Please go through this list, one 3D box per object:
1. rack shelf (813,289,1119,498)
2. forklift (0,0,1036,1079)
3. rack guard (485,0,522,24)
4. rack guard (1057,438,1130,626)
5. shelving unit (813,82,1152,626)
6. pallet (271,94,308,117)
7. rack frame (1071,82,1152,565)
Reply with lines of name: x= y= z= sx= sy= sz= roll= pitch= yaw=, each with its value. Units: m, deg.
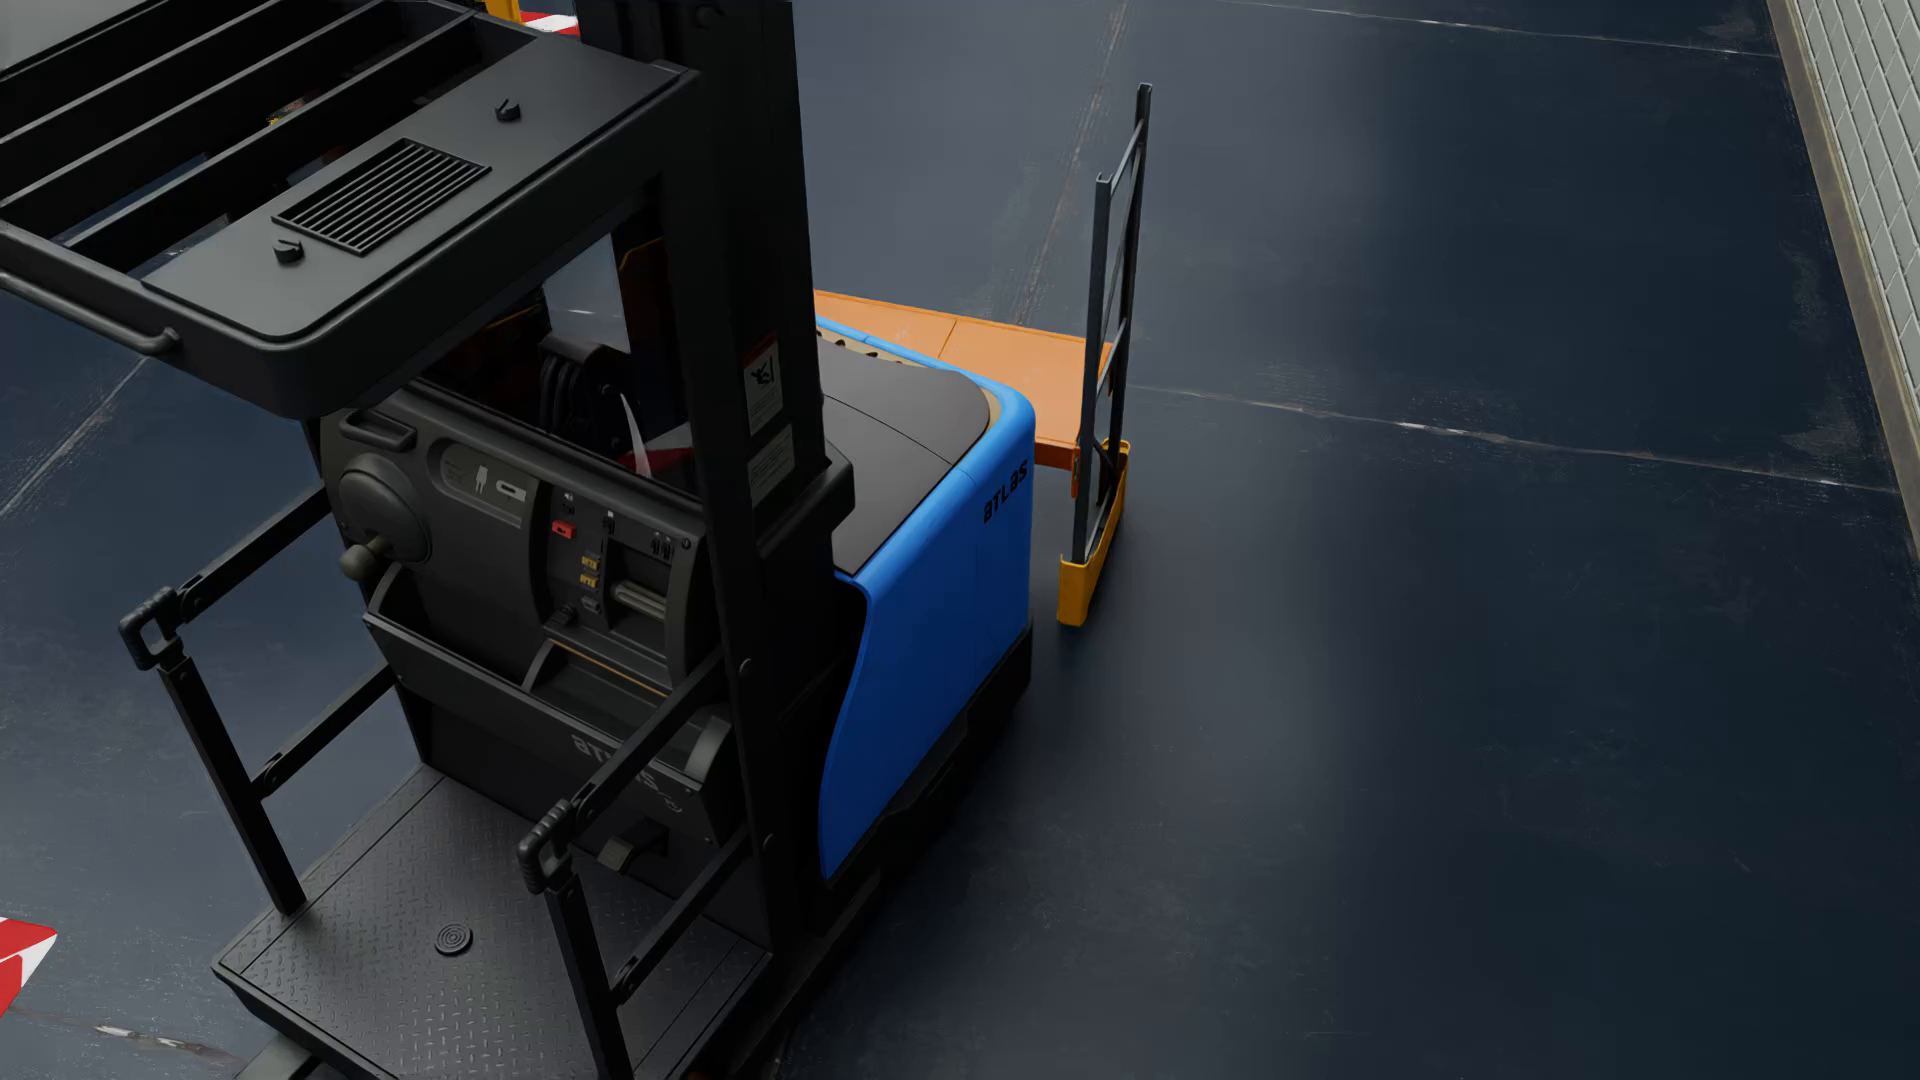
rack shelf: x=-0.074 y=-0.454 z=4.899 sx=1.000 sy=0.185 sz=0.538 roll=12 pitch=45 yaw=12
forklift: x=-0.988 y=0.067 z=3.066 sx=1.130 sy=2.935 sz=3.031 roll=23 pitch=48 yaw=22
rack guard: x=-2.319 y=-2.236 z=7.212 sx=0.348 sy=0.500 sz=1.175 roll=9 pitch=45 yaw=9
rack guard: x=0.411 y=-0.031 z=5.102 sx=0.087 sy=0.250 sz=0.587 roll=12 pitch=45 yaw=12
shelving unit: x=-0.065 y=-0.582 z=4.773 sx=1.083 sy=1.500 sz=0.587 roll=12 pitch=45 yaw=12
pallet: x=-3.104 y=-2.279 z=7.465 sx=1.213 sy=0.211 sz=1.003 roll=9 pitch=45 yaw=9
rack frame: x=0.413 y=-0.481 z=4.668 sx=0.032 sy=1.500 sz=0.500 roll=12 pitch=45 yaw=12
